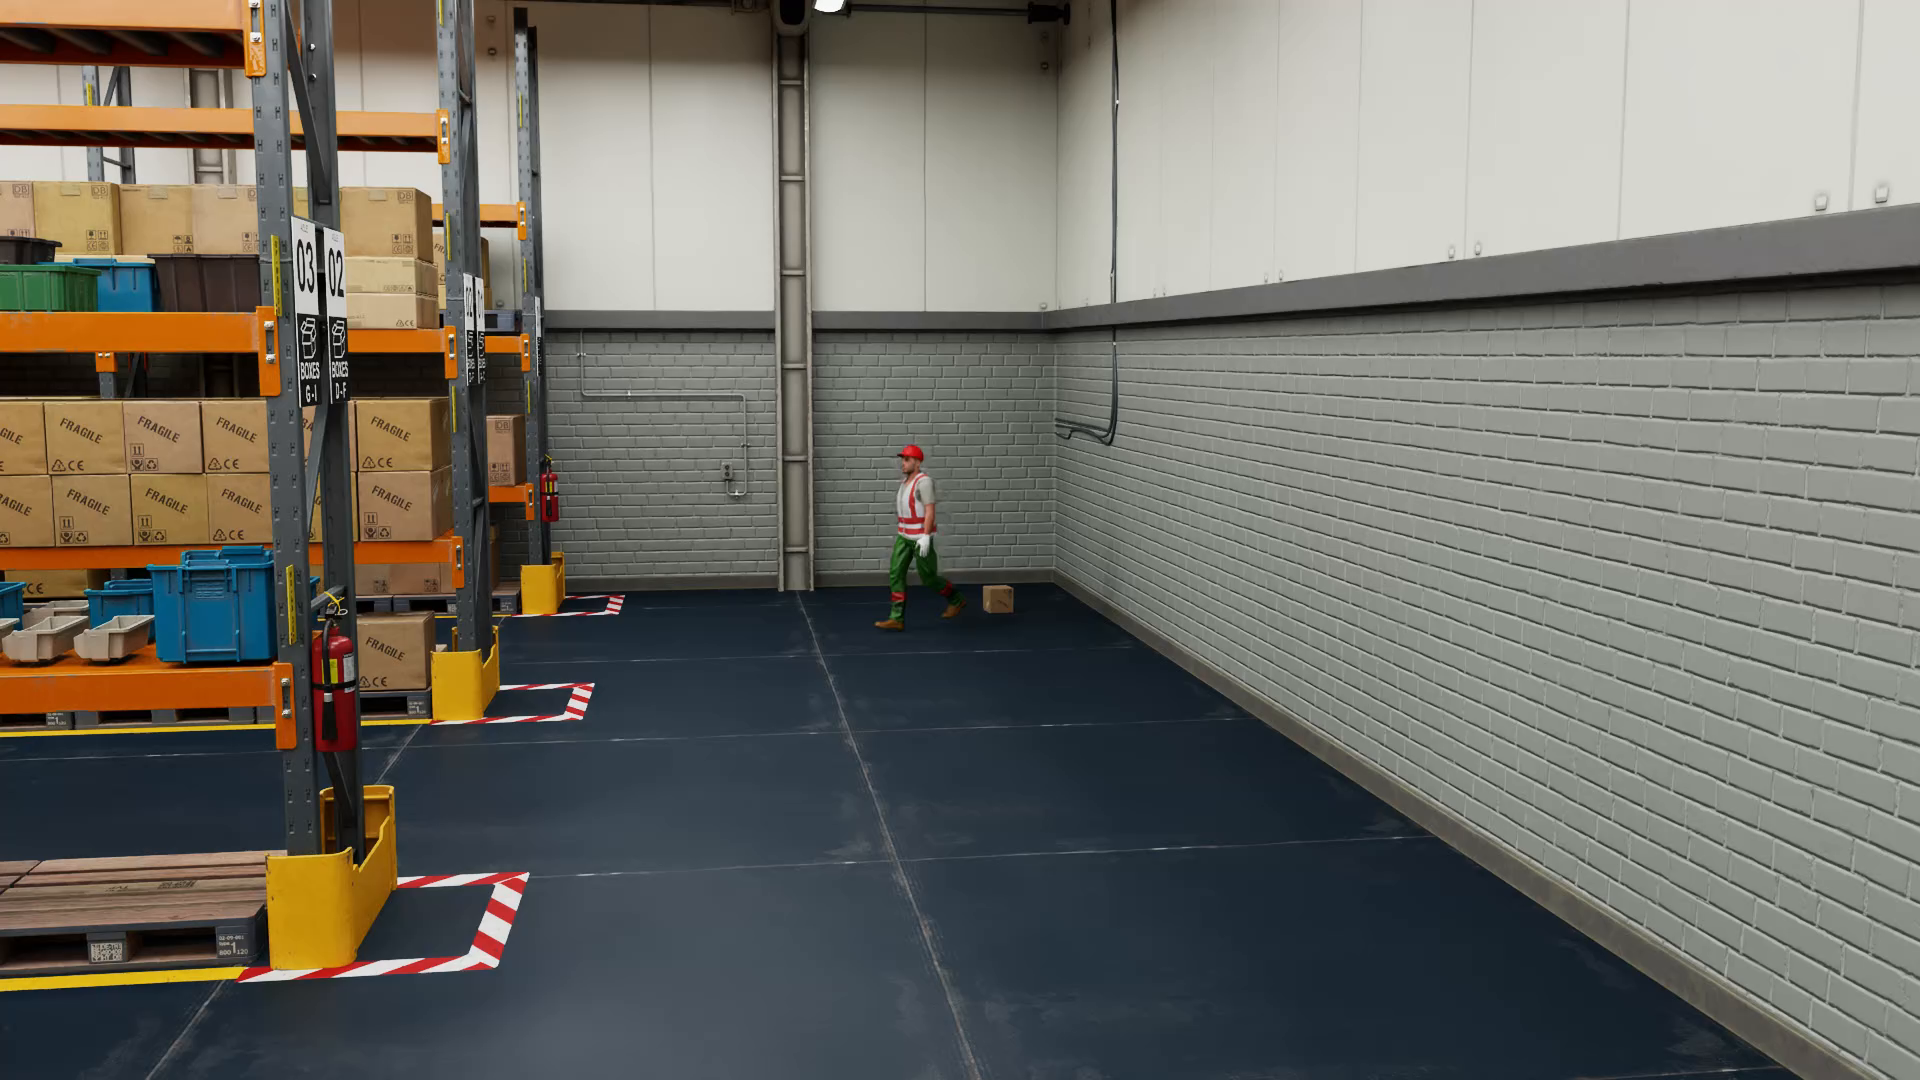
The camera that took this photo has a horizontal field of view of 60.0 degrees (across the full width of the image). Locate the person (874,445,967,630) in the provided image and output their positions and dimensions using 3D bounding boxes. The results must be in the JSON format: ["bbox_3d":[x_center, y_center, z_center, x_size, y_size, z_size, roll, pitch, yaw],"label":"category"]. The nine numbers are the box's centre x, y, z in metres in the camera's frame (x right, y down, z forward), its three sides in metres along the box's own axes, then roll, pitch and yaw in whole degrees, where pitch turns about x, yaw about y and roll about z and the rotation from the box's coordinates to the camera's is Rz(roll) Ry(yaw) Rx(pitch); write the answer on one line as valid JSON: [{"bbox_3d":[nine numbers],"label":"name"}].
[{"bbox_3d":[-0.364,-0.030,15.870,0.974,1.758,0.571,-5,8,-35],"label":"person"}]
